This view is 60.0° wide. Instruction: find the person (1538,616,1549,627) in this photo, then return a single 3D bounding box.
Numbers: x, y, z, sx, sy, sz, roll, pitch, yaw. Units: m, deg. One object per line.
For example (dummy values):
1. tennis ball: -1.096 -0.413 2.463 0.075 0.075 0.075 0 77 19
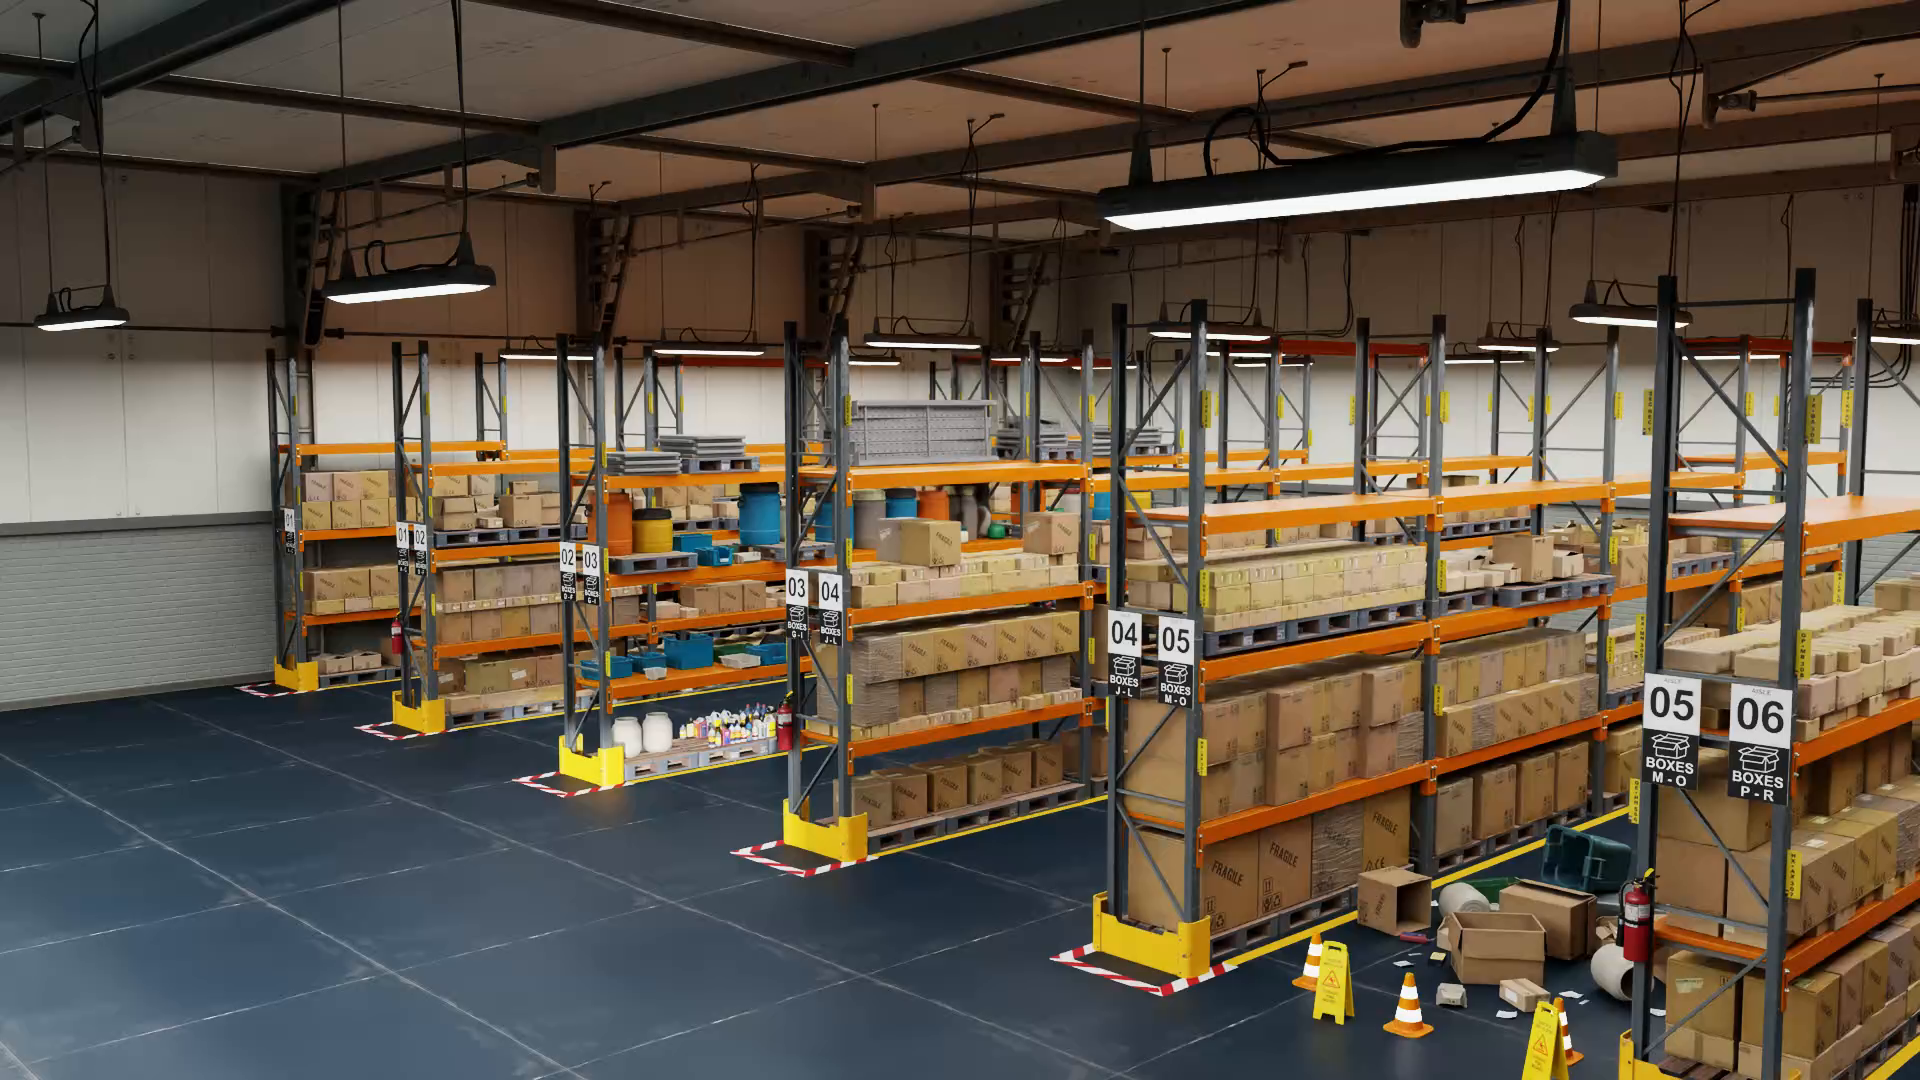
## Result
1. person: 9.248 2.028 26.577 0.620 1.701 0.725 5 7 44
